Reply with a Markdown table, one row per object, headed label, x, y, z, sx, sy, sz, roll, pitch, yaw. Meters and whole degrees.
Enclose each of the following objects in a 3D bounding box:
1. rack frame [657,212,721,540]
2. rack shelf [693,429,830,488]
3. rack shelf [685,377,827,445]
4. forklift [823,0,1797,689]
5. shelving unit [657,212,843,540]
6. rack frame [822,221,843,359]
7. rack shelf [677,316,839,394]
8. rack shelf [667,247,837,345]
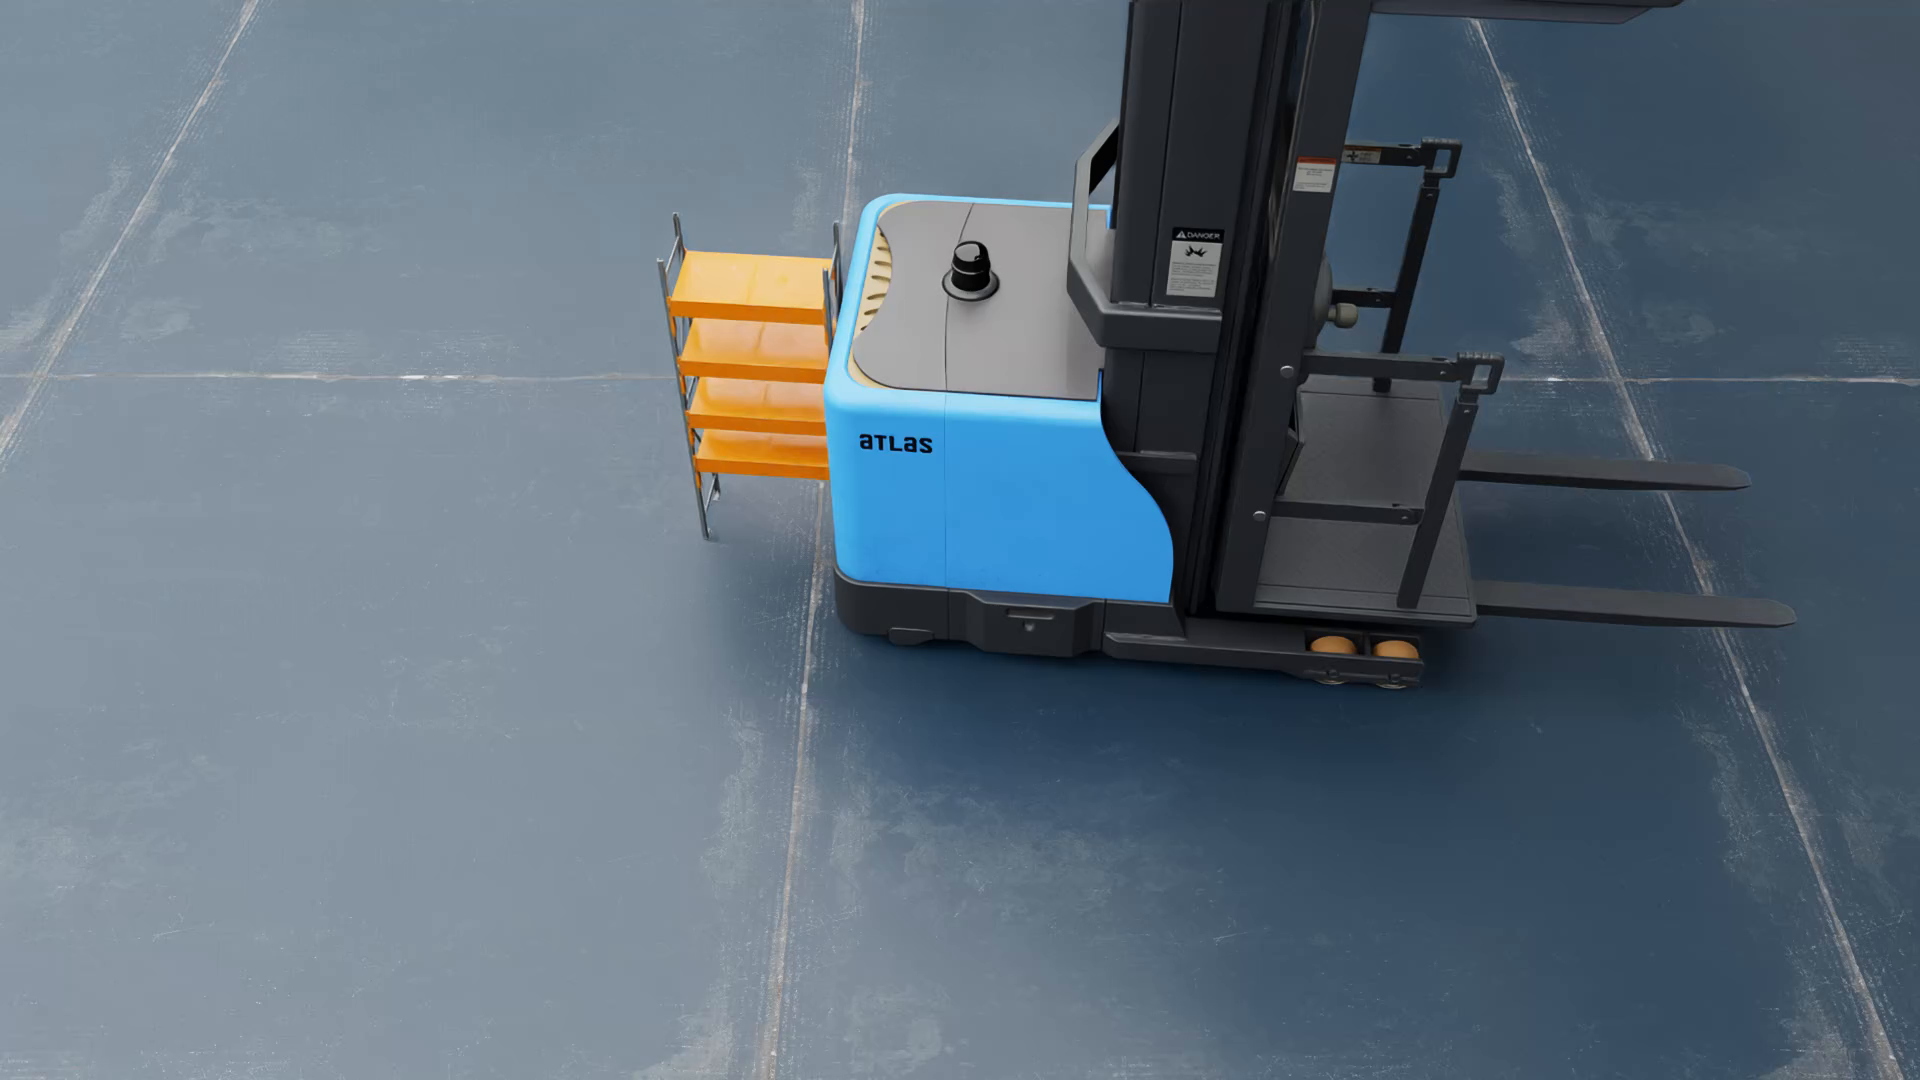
| label | x | y | z | sx | sy | sz | roll | pitch | yaw |
| --- | --- | --- | --- | --- | --- | --- | --- | --- | --- |
| rack frame | -0.870 | -0.496 | 5.392 | 0.015 | 1.200 | 0.240 | 4 | 47 | 4 |
| rack shelf | -0.627 | -0.298 | 5.571 | 0.480 | 0.148 | 0.258 | 4 | 47 | 4 |
| rack shelf | -0.627 | -0.433 | 5.426 | 0.480 | 0.148 | 0.258 | 4 | 47 | 4 |
| forklift | 1.144 | -0.934 | 4.617 | 3.031 | 2.935 | 1.130 | 4 | 47 | 4 |
| shelving unit | -0.627 | -0.479 | 5.376 | 0.503 | 1.200 | 0.258 | 4 | 47 | 4 |
| rack frame | -0.384 | -0.463 | 5.361 | 0.015 | 1.200 | 0.240 | 4 | 47 | 4 |
| rack shelf | -0.627 | -0.586 | 5.262 | 0.480 | 0.148 | 0.258 | 4 | 47 | 4 |
| rack shelf | -0.627 | -0.747 | 5.089 | 0.480 | 0.148 | 0.258 | 4 | 47 | 4 |
